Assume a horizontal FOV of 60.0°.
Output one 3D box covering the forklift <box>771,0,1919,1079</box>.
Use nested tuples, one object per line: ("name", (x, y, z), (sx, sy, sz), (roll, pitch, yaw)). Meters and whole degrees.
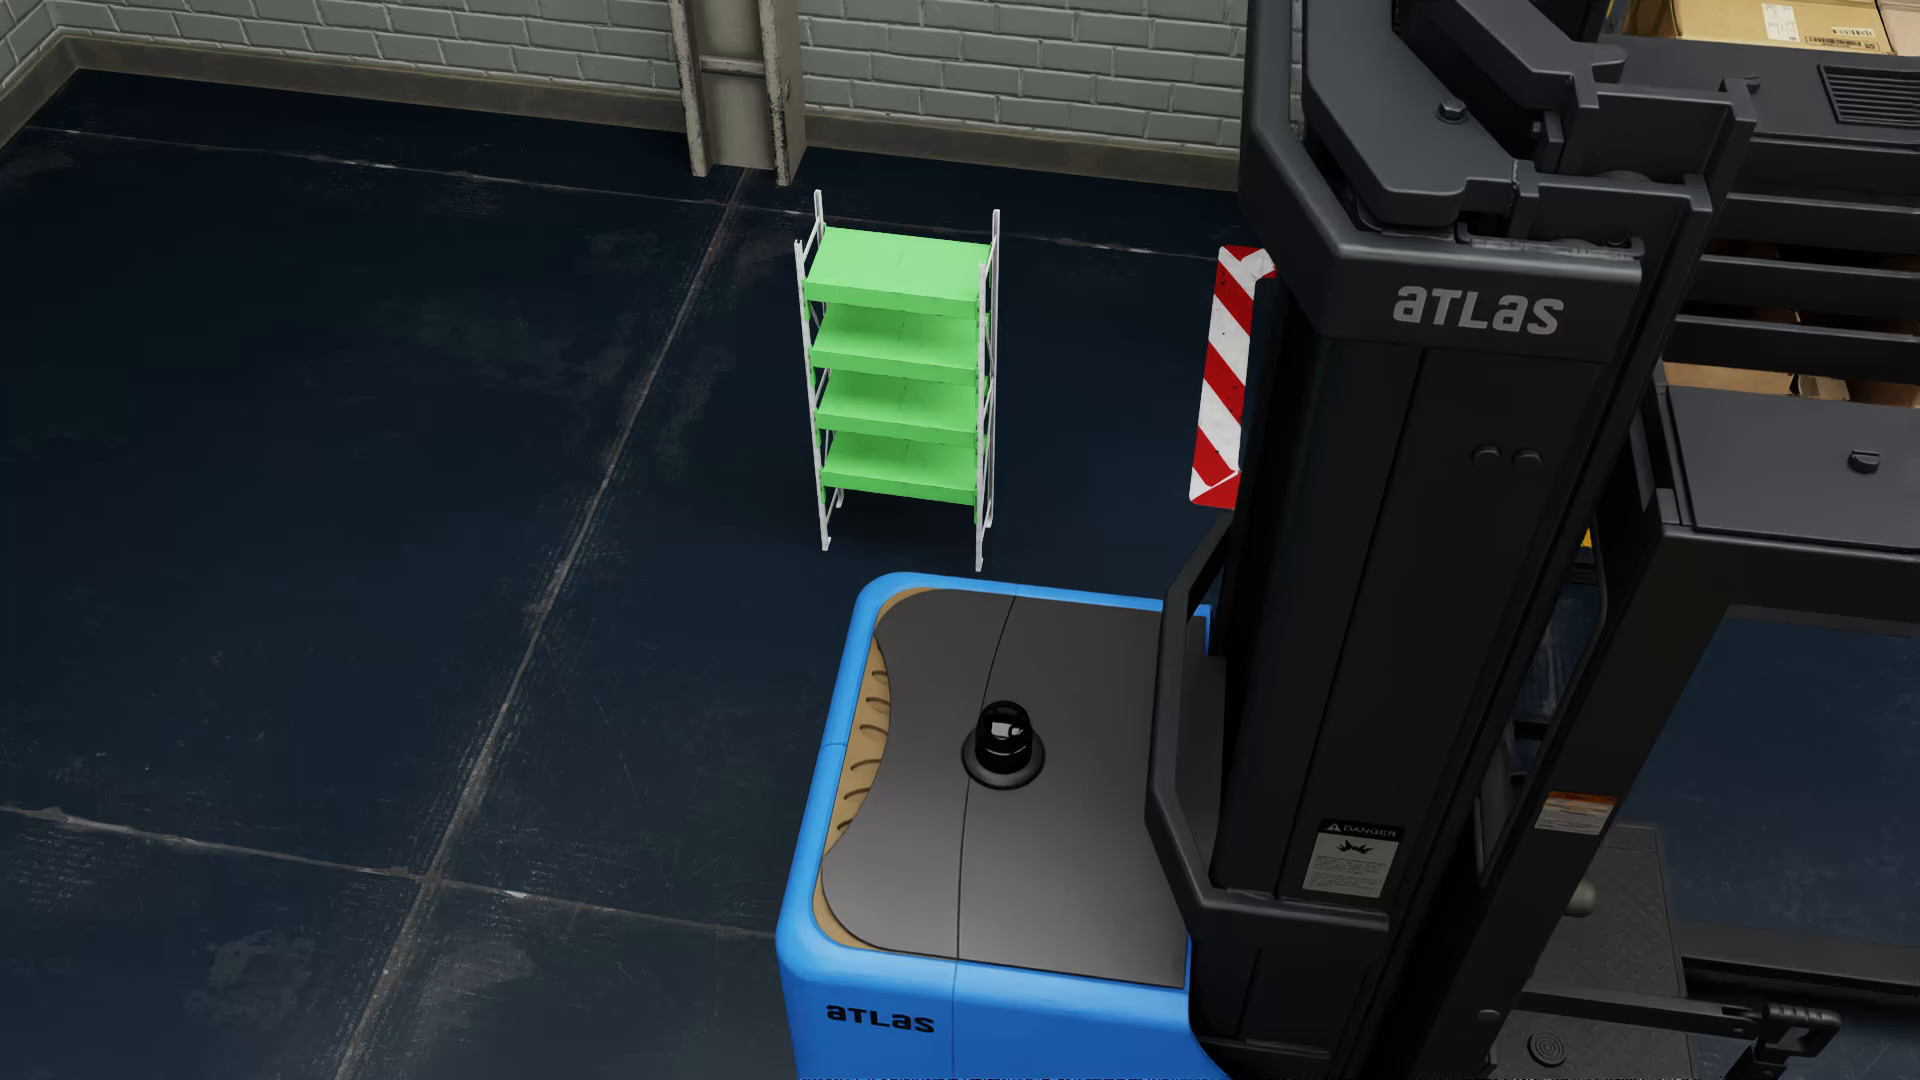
("forklift", (1.184, 0.313, 2.999), (3.031, 2.935, 1.130), (6, 48, 5))

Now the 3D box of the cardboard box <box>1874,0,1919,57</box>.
("cardboard box", (2.555, -1.232, 4.242), (0.500, 0.250, 0.500), (8, 49, 7))

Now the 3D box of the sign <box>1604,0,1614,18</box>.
("sign", (1.564, -1.399, 3.908), (0.005, 0.325, 0.100), (8, 49, 7))

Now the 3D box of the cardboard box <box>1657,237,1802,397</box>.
("cardboard box", (2.246, -0.663, 5.225), (0.637, 0.503, 0.797), (6, 48, 5))

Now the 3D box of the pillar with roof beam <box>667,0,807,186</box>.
("pillar with roof beam", (-1.598, -1.377, 0.438), (0.400, 9.000, 9.100), (8, 49, 7))

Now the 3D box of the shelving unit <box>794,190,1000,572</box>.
("shelving unit", (-0.163, -0.423, 4.823), (0.503, 1.200, 0.258), (8, 49, 7))

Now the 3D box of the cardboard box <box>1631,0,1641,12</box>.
("cardboard box", (2.160, -1.690, 4.652), (0.500, 0.250, 0.500), (9, 49, 8))

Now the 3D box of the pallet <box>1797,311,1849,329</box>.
("pallet", (2.520, -0.460, 5.522), (1.213, 0.211, 1.003), (8, 49, 7))

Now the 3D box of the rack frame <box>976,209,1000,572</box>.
("rack frame", (0.077, -0.391, 4.794), (0.015, 1.200, 0.240), (8, 49, 7))

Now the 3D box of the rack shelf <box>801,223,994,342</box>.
("rack shelf", (-0.163, -0.701, 4.514), (0.480, 0.148, 0.258), (8, 49, 7))

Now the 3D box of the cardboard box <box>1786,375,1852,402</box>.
("cardboard box", (2.657, -0.459, 5.280), (0.250, 0.149, 0.380), (6, 48, 5))

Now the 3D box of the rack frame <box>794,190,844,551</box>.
("rack frame", (-0.403, -0.455, 4.852), (0.015, 1.200, 0.240), (8, 49, 7))

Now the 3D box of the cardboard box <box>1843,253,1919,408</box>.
("cardboard box", (3.080, -0.520, 5.099), (0.500, 0.500, 0.700), (9, 49, 8))

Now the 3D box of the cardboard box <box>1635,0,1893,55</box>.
("cardboard box", (2.059, -1.299, 4.301), (0.500, 0.250, 0.500), (8, 49, 7))

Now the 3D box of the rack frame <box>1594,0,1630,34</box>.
("rack frame", (1.661, -1.507, 4.587), (0.127, 3.000, 1.000), (8, 49, 7))

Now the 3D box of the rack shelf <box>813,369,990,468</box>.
("rack shelf", (-0.163, -0.380, 4.871), (0.480, 0.148, 0.258), (8, 49, 7))

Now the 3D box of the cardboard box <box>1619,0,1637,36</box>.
("cardboard box", (2.034, -1.575, 4.818), (0.250, 0.149, 0.380), (7, 48, 6))

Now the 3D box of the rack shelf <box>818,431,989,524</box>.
("rack shelf", (-0.163, -0.220, 5.049), (0.480, 0.148, 0.258), (8, 49, 7))

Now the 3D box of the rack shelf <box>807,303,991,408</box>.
("rack shelf", (-0.163, -0.541, 4.692), (0.480, 0.148, 0.258), (8, 49, 7))
